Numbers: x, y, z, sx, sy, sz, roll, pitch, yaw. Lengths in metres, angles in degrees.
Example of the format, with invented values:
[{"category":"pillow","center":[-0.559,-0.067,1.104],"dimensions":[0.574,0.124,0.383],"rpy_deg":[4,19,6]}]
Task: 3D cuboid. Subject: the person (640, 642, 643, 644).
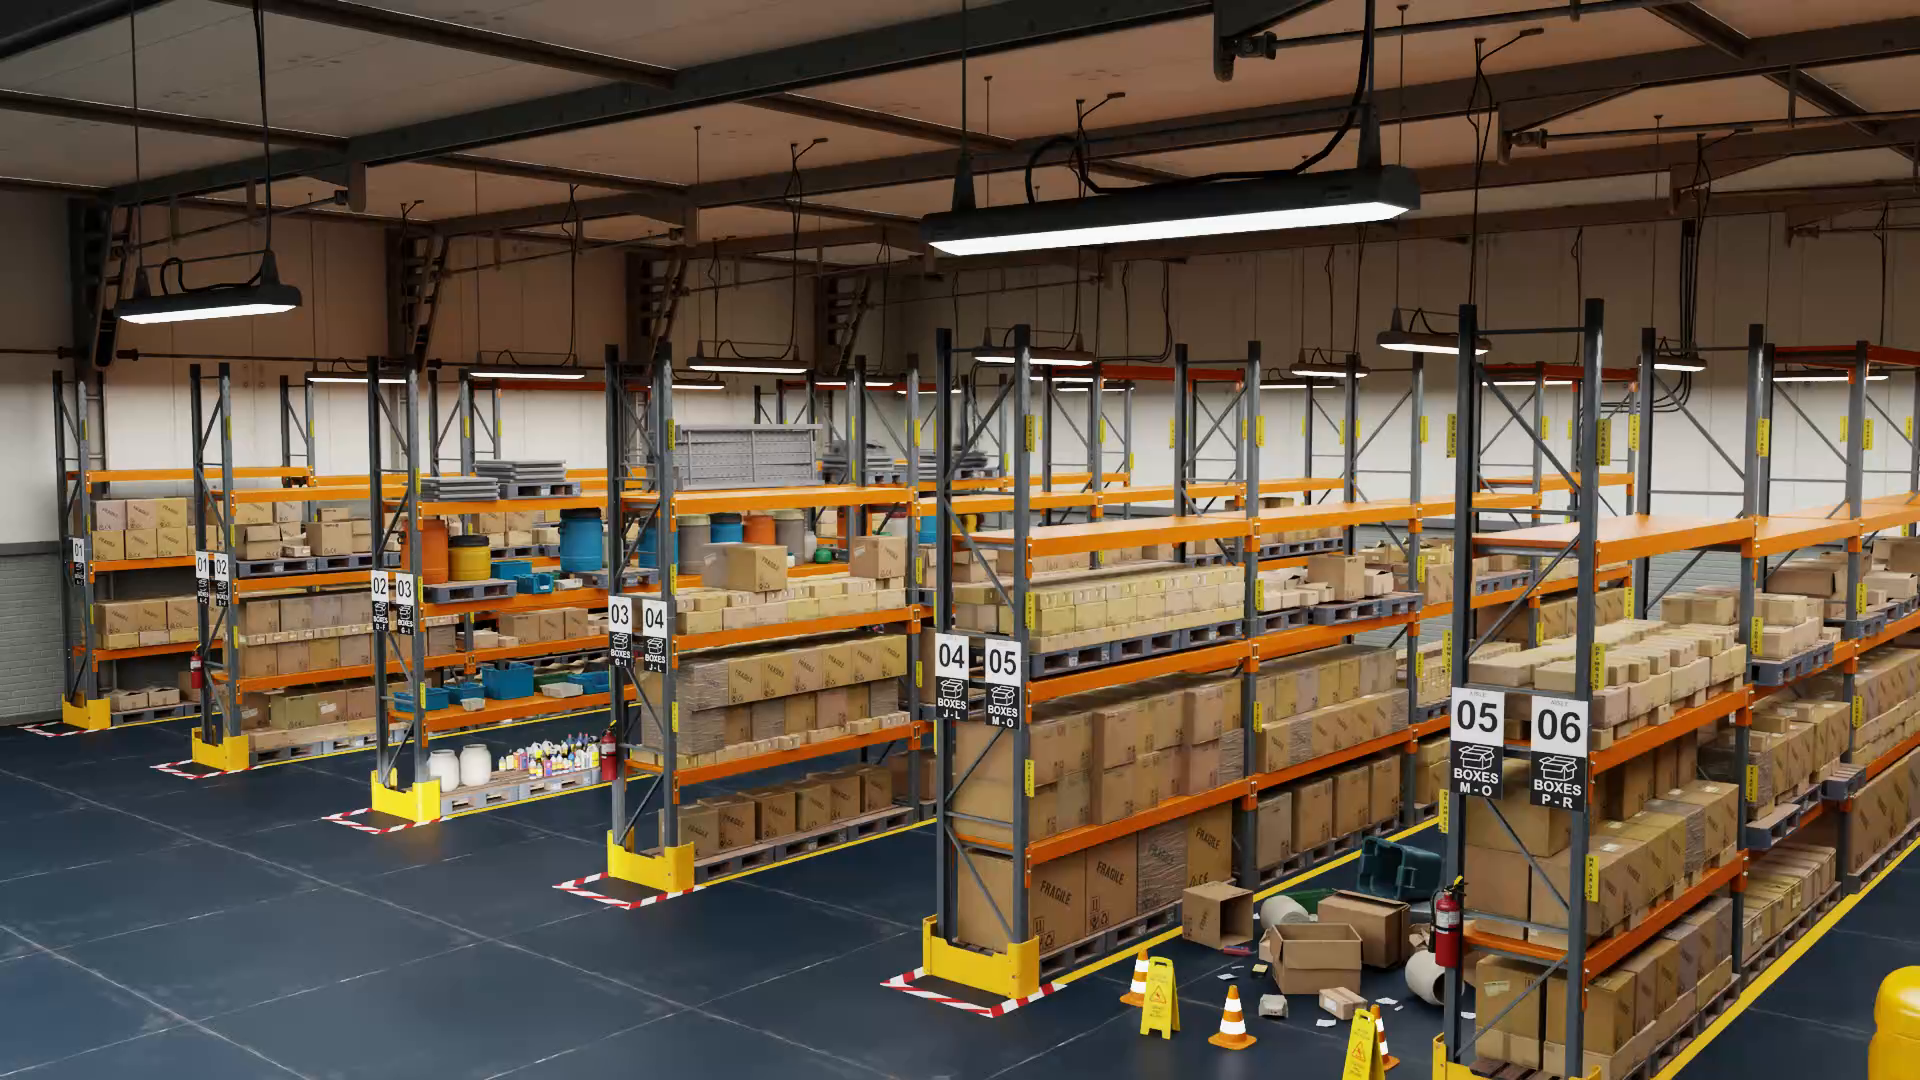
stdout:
[{"category":"person","center":[-6.140,1.894,33.164],"dimensions":[0.710,1.757,0.563],"rpy_deg":[4,6,43]}]
